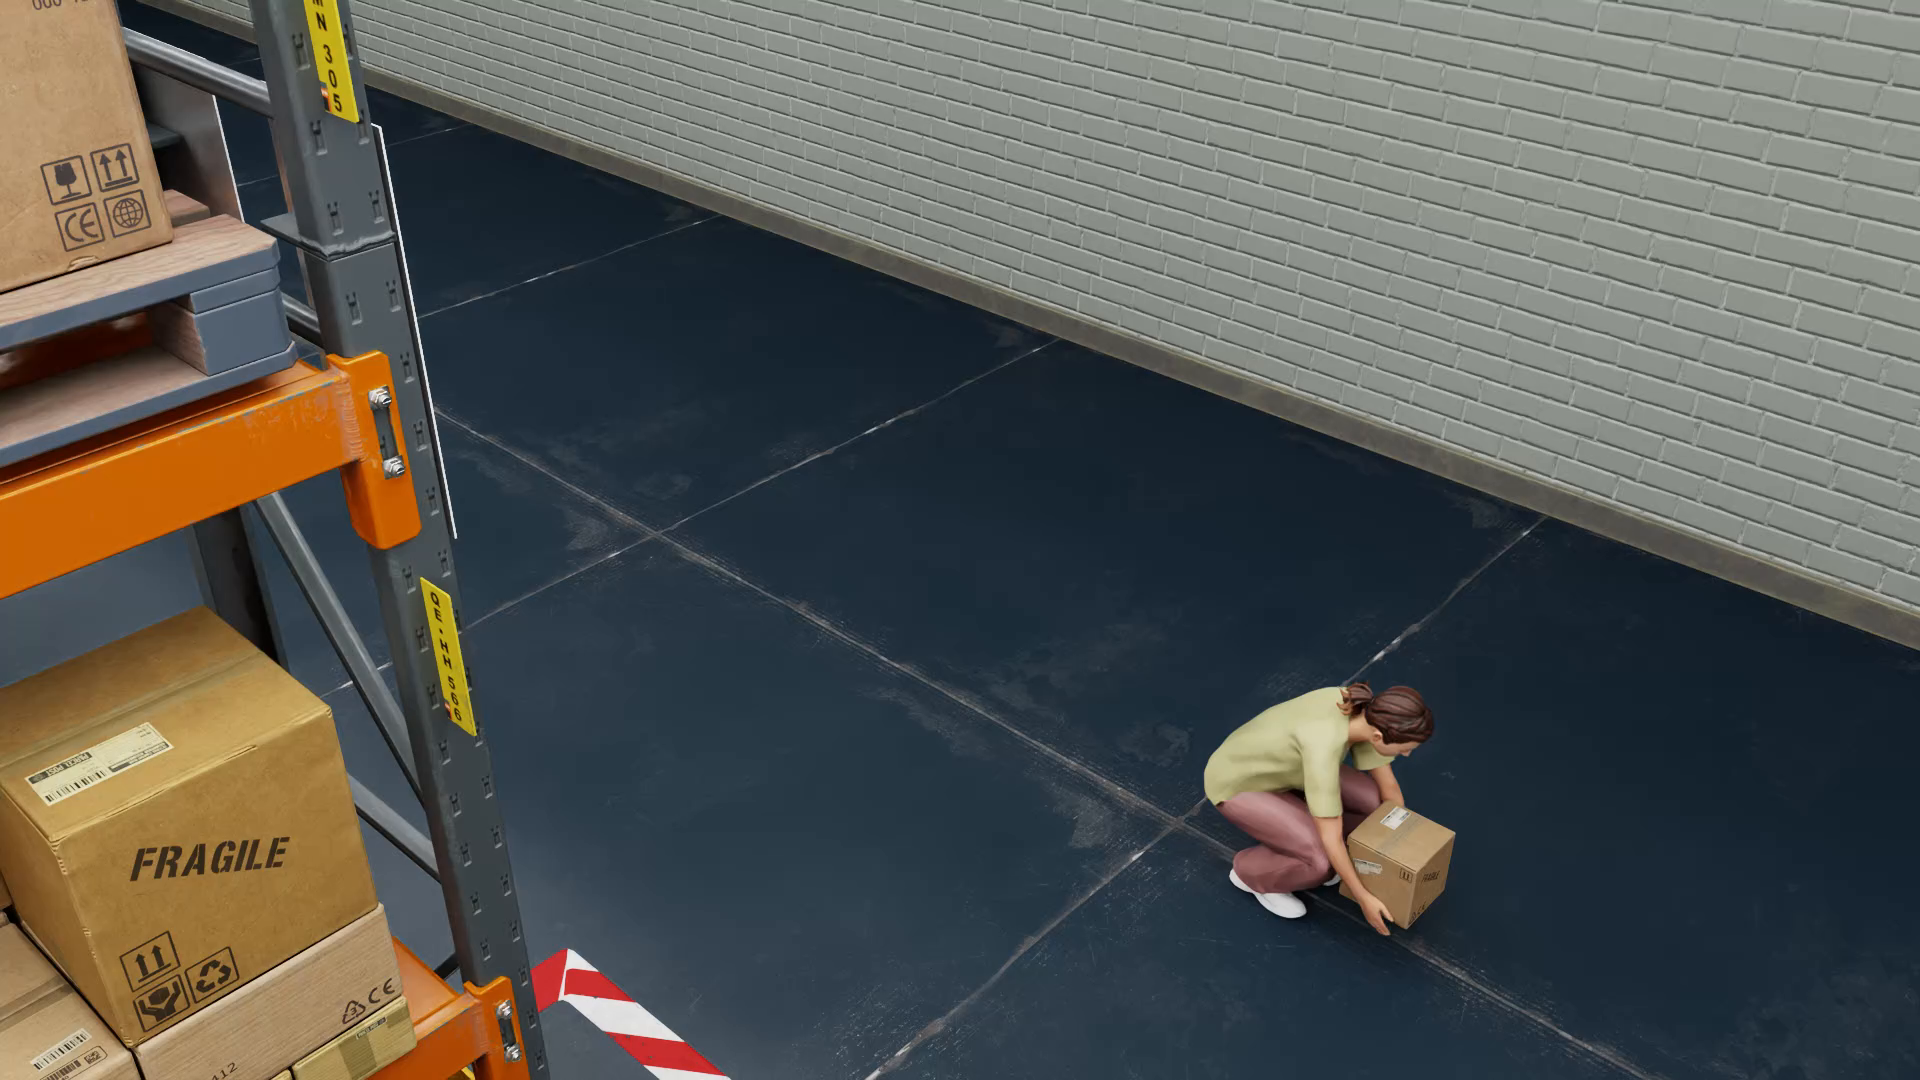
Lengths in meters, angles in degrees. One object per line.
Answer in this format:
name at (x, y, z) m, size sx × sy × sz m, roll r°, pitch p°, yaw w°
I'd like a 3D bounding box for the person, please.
person at (1.198, 0.818, 5.509) m, size 0.786 × 0.943 × 0.463 m, roll 25°, pitch 39°, yaw 34°
